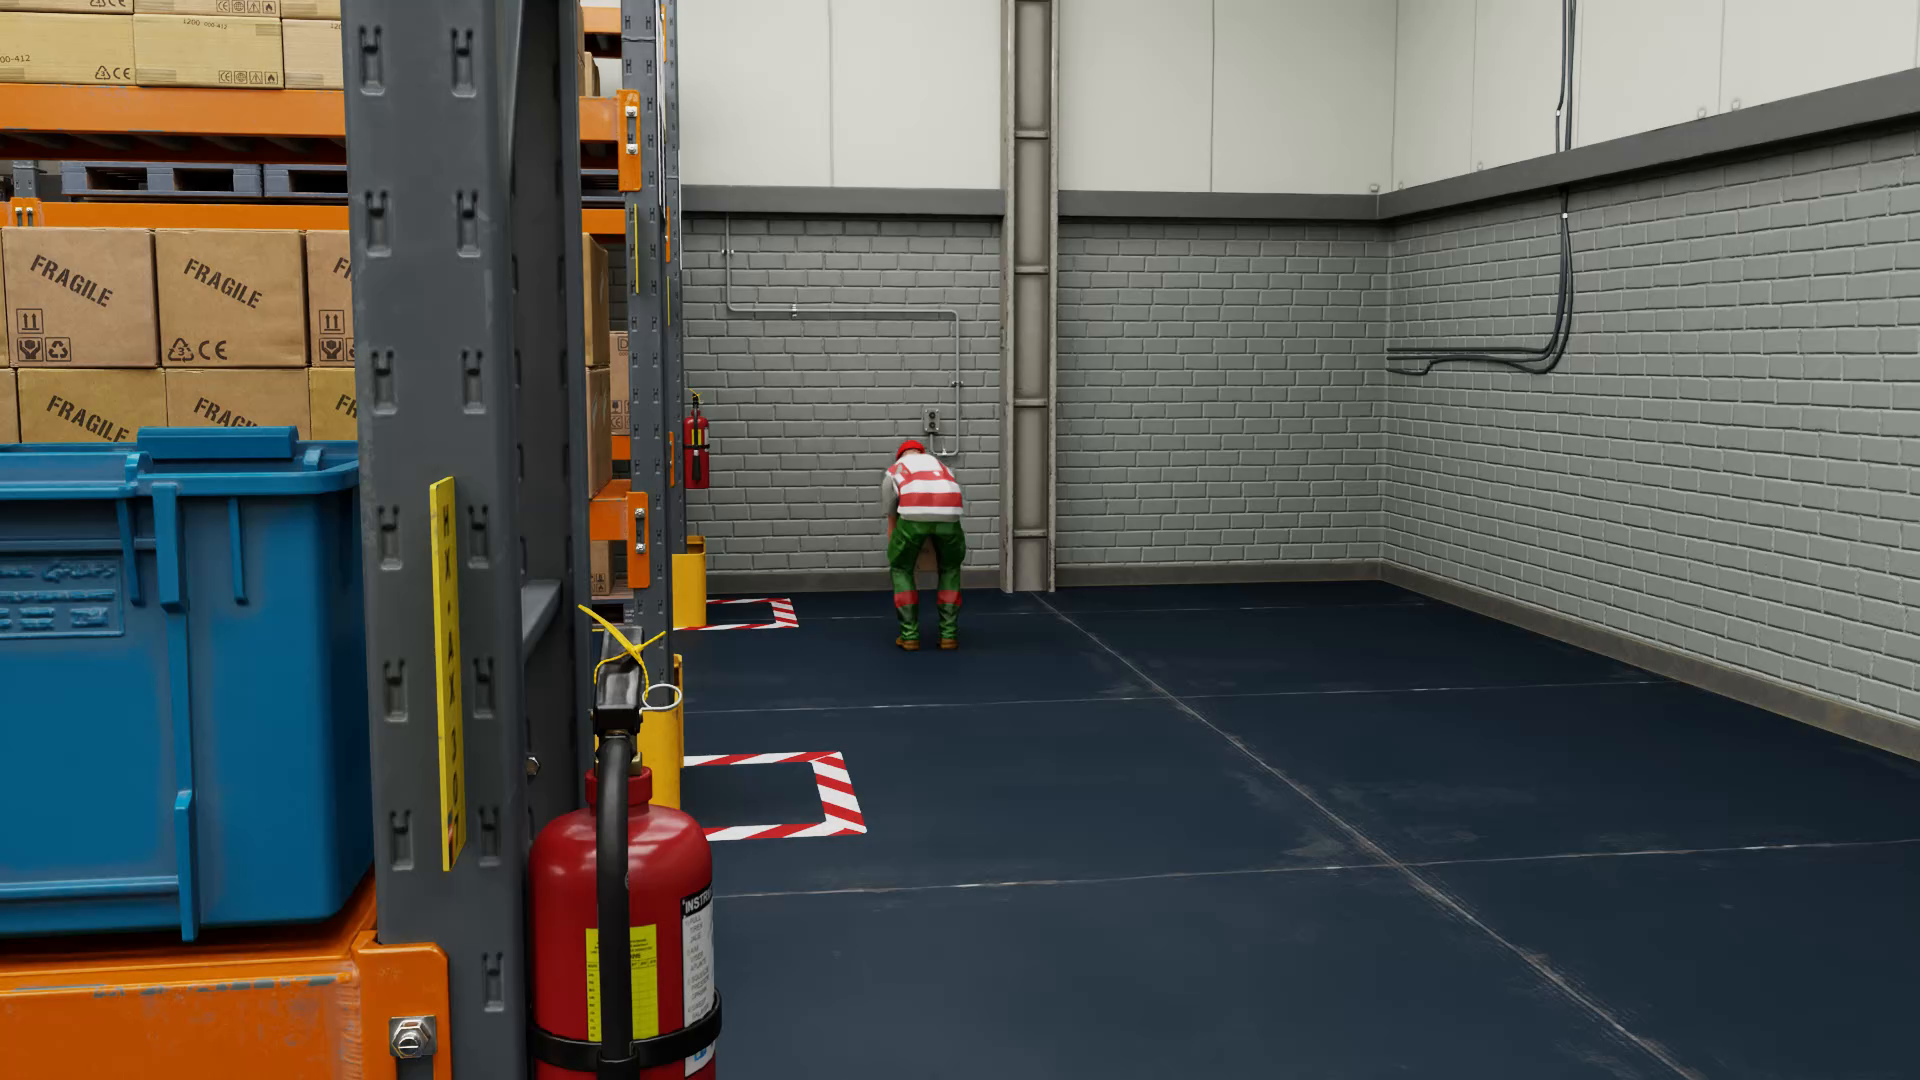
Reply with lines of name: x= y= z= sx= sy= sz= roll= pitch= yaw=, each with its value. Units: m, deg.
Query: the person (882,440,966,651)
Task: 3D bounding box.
person: x=-0.242 y=0.017 z=10.680 sx=0.503 sy=1.288 sz=0.919 roll=-1 pitch=7 yaw=-11
